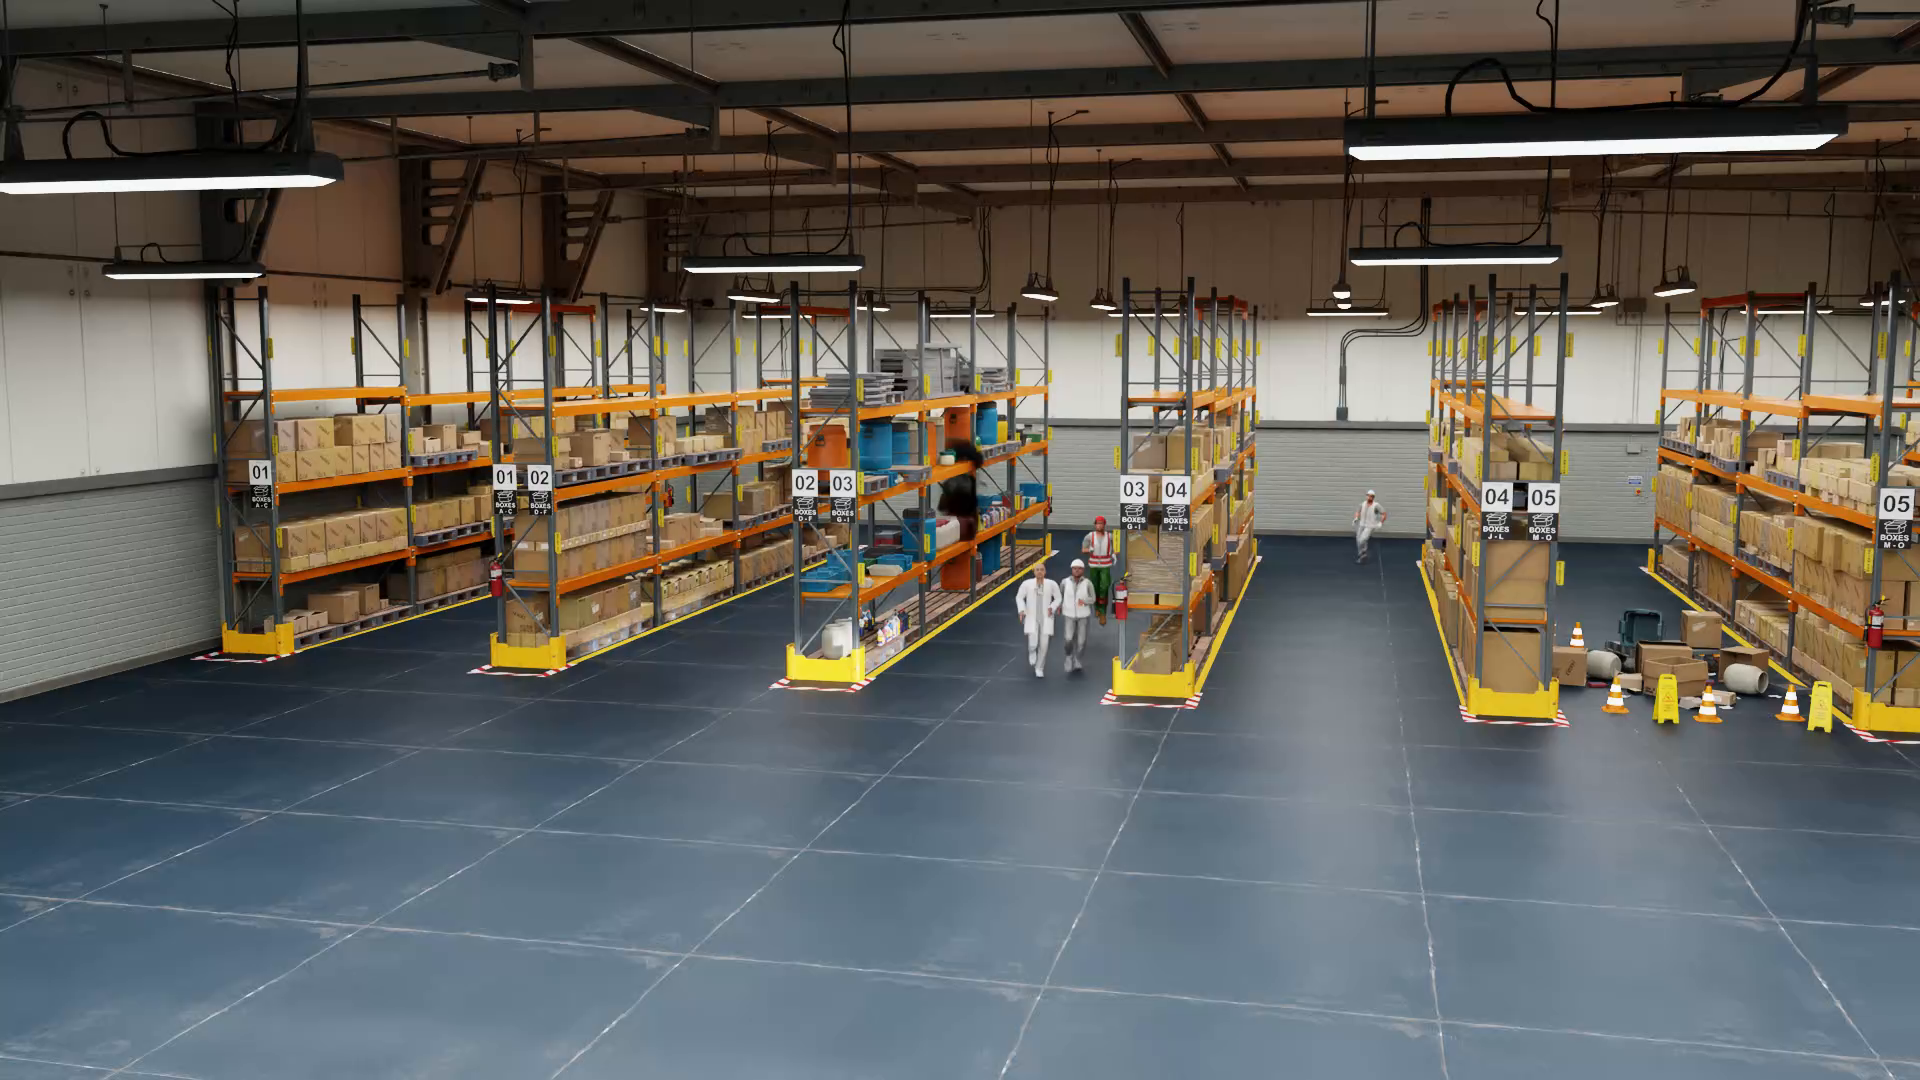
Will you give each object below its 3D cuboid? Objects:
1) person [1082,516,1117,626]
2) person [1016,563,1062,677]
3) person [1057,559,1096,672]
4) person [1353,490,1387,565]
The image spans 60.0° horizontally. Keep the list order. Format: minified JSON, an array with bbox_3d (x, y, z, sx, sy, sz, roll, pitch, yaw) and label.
[{"bbox_3d":[2.421,0.509,28.796,0.632,1.864,0.732,1,7,9],"label":"person"},{"bbox_3d":[1.217,1.216,25.567,0.710,1.733,0.637,0,7,1],"label":"person"},{"bbox_3d":[1.788,1.173,25.723,0.630,1.753,0.678,0,7,4],"label":"person"},{"bbox_3d":[9.428,-0.287,38.527,0.635,1.750,0.703,-6,9,-41],"label":"person"}]
